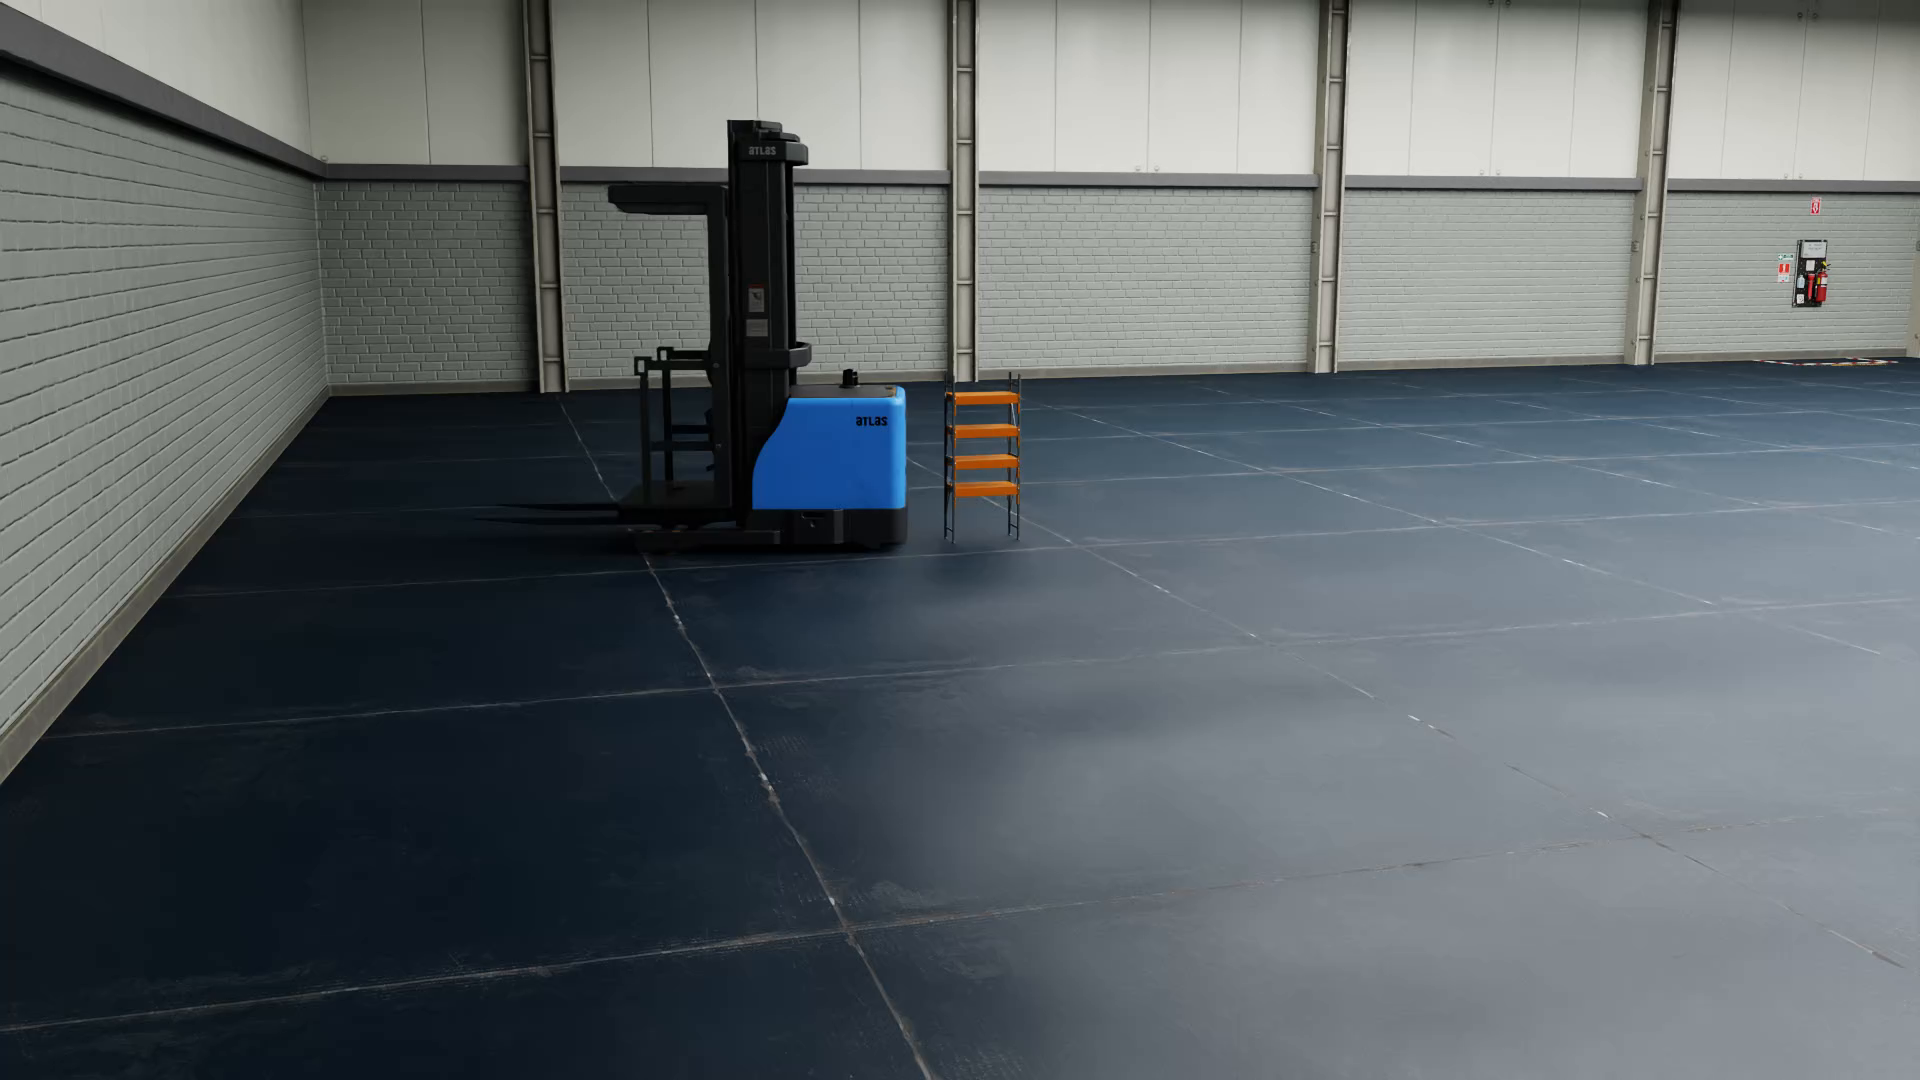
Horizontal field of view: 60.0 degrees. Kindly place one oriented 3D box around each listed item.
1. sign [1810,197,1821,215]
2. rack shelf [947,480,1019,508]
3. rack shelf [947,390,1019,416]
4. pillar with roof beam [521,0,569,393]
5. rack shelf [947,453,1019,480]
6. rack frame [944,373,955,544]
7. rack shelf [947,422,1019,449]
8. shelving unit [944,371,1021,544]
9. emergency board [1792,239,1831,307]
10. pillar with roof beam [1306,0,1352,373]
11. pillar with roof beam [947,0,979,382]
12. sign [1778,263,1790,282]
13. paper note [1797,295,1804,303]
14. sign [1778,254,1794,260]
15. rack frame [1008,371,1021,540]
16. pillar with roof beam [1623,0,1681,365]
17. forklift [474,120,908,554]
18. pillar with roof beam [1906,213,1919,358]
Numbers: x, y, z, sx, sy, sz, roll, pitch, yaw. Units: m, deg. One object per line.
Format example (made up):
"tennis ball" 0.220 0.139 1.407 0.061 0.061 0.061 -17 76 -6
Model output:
"sign" 14.909 -5.820 28.973 0.199 0.298 0.001 -3 11 -16
"rack shelf" 0.159 -0.337 12.031 0.480 0.148 0.258 -3 11 -16
"rack shelf" 0.159 -0.985 11.912 0.480 0.148 0.258 -3 11 -16
"pillar with roof beam" -4.512 -5.769 18.528 0.400 9.000 9.100 -3 11 -16
"rack shelf" 0.159 -0.532 11.996 0.480 0.148 0.258 -3 11 -16
"rack frame" -0.075 -0.586 11.916 0.015 1.200 0.240 -3 11 -16
"rack shelf" 0.159 -0.752 11.955 0.480 0.148 0.258 -3 11 -16
"shelving unit" 0.159 -0.598 11.983 0.503 1.200 0.258 -3 11 -16
"emergency board" 14.945 -4.663 29.091 0.643 1.169 0.194 -3 11 -16
"pillar with roof beam" 7.009 -6.376 21.827 0.400 9.000 9.100 -3 11 -16
"pillar with roof beam" 1.249 -6.073 20.178 0.400 9.000 9.100 -3 11 -16
"sign" 14.385 -4.670 29.033 0.234 0.329 0.001 -3 11 -16
"paper note" 14.755 -4.233 29.187 0.142 0.148 0.016 -3 11 -16
"sign" 14.392 -4.930 28.978 0.331 0.109 0.001 -3 11 -16
"rack frame" 0.393 -0.611 12.050 0.015 1.200 0.240 -3 11 -16
"pillar with roof beam" 12.770 -6.680 23.476 0.400 9.000 9.100 -3 11 -16
"forklift" -1.897 -1.439 11.765 3.031 2.935 1.130 0 10 -1
"pillar with roof beam" 18.531 -6.983 25.126 0.400 9.000 9.100 -3 11 -16
